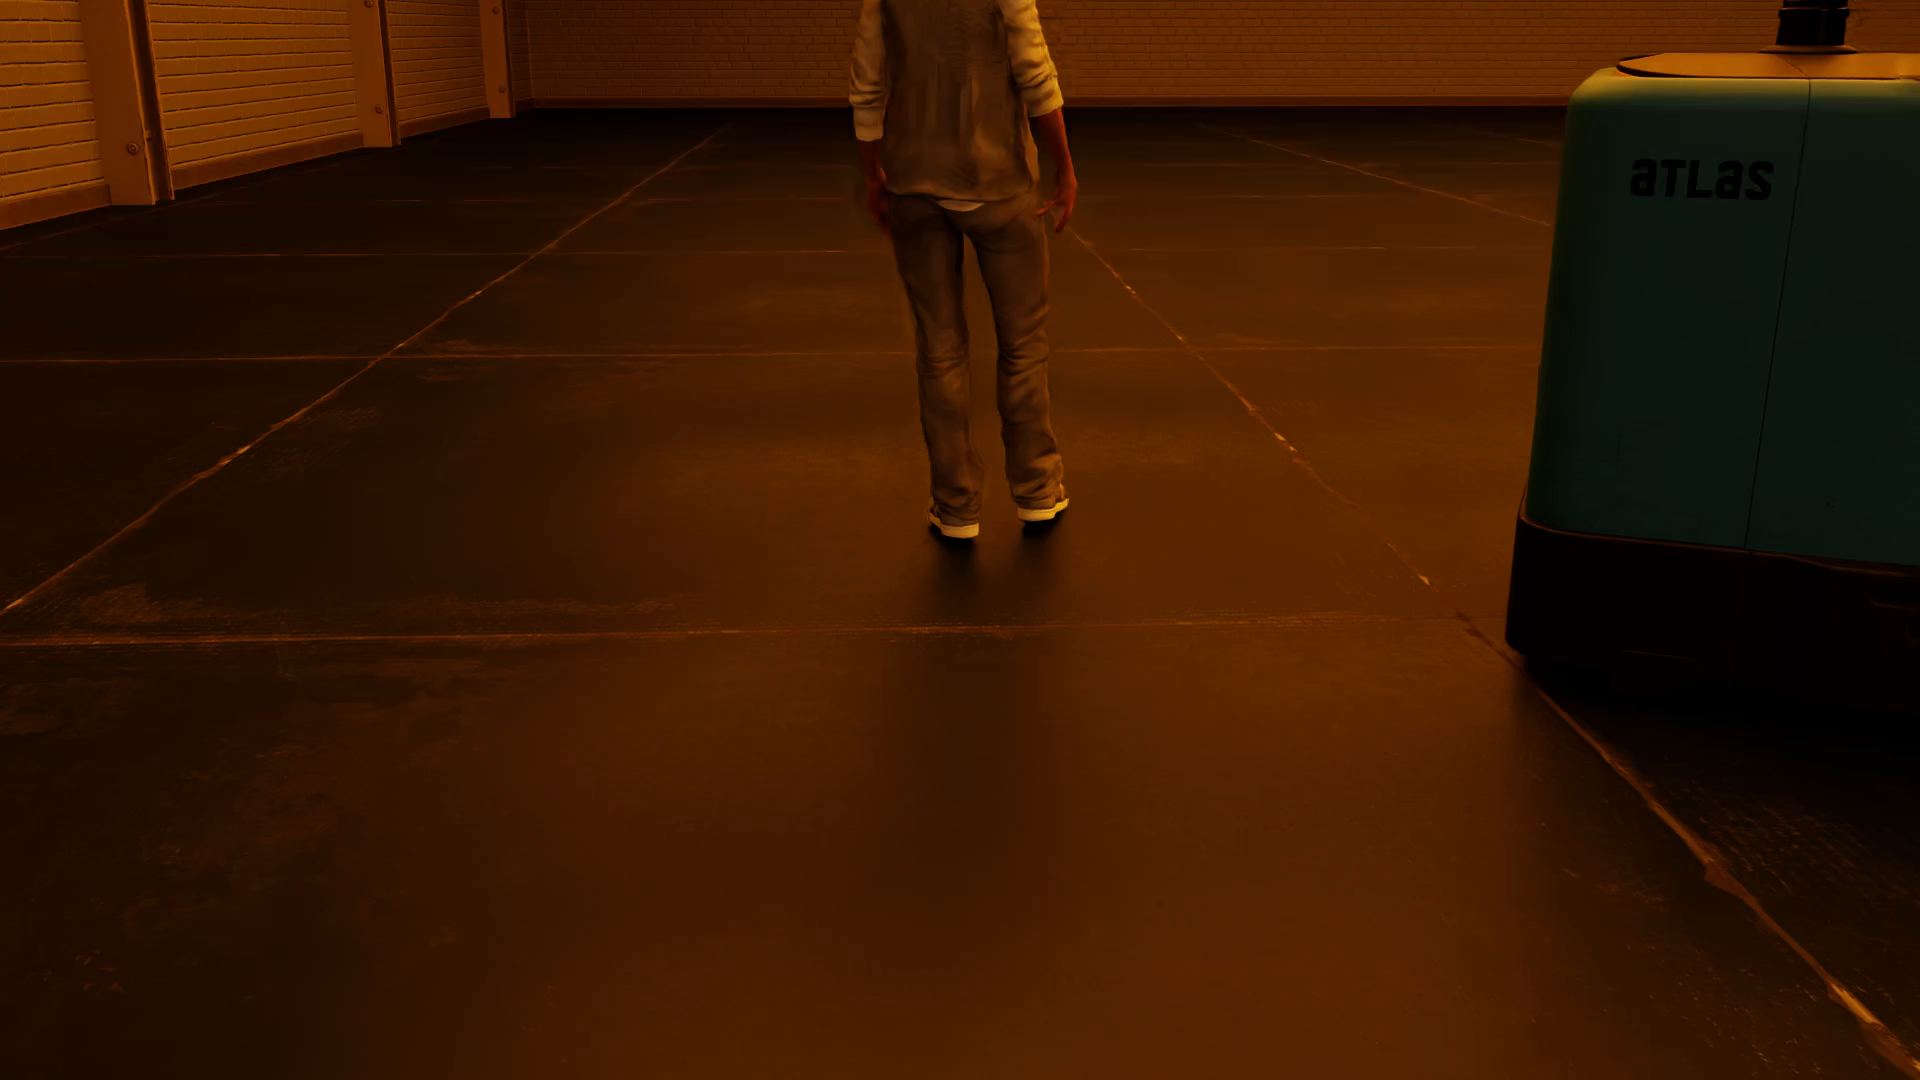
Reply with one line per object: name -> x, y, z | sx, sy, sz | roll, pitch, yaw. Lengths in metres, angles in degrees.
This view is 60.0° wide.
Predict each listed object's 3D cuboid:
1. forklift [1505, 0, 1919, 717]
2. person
forklift -> 2.573, -1.103, 2.513 | 3.031, 2.935, 1.130 | 7, 18, 21
person -> 0.040, -0.800, 3.784 | 0.503, 1.600, 0.530 | 6, 18, 20
